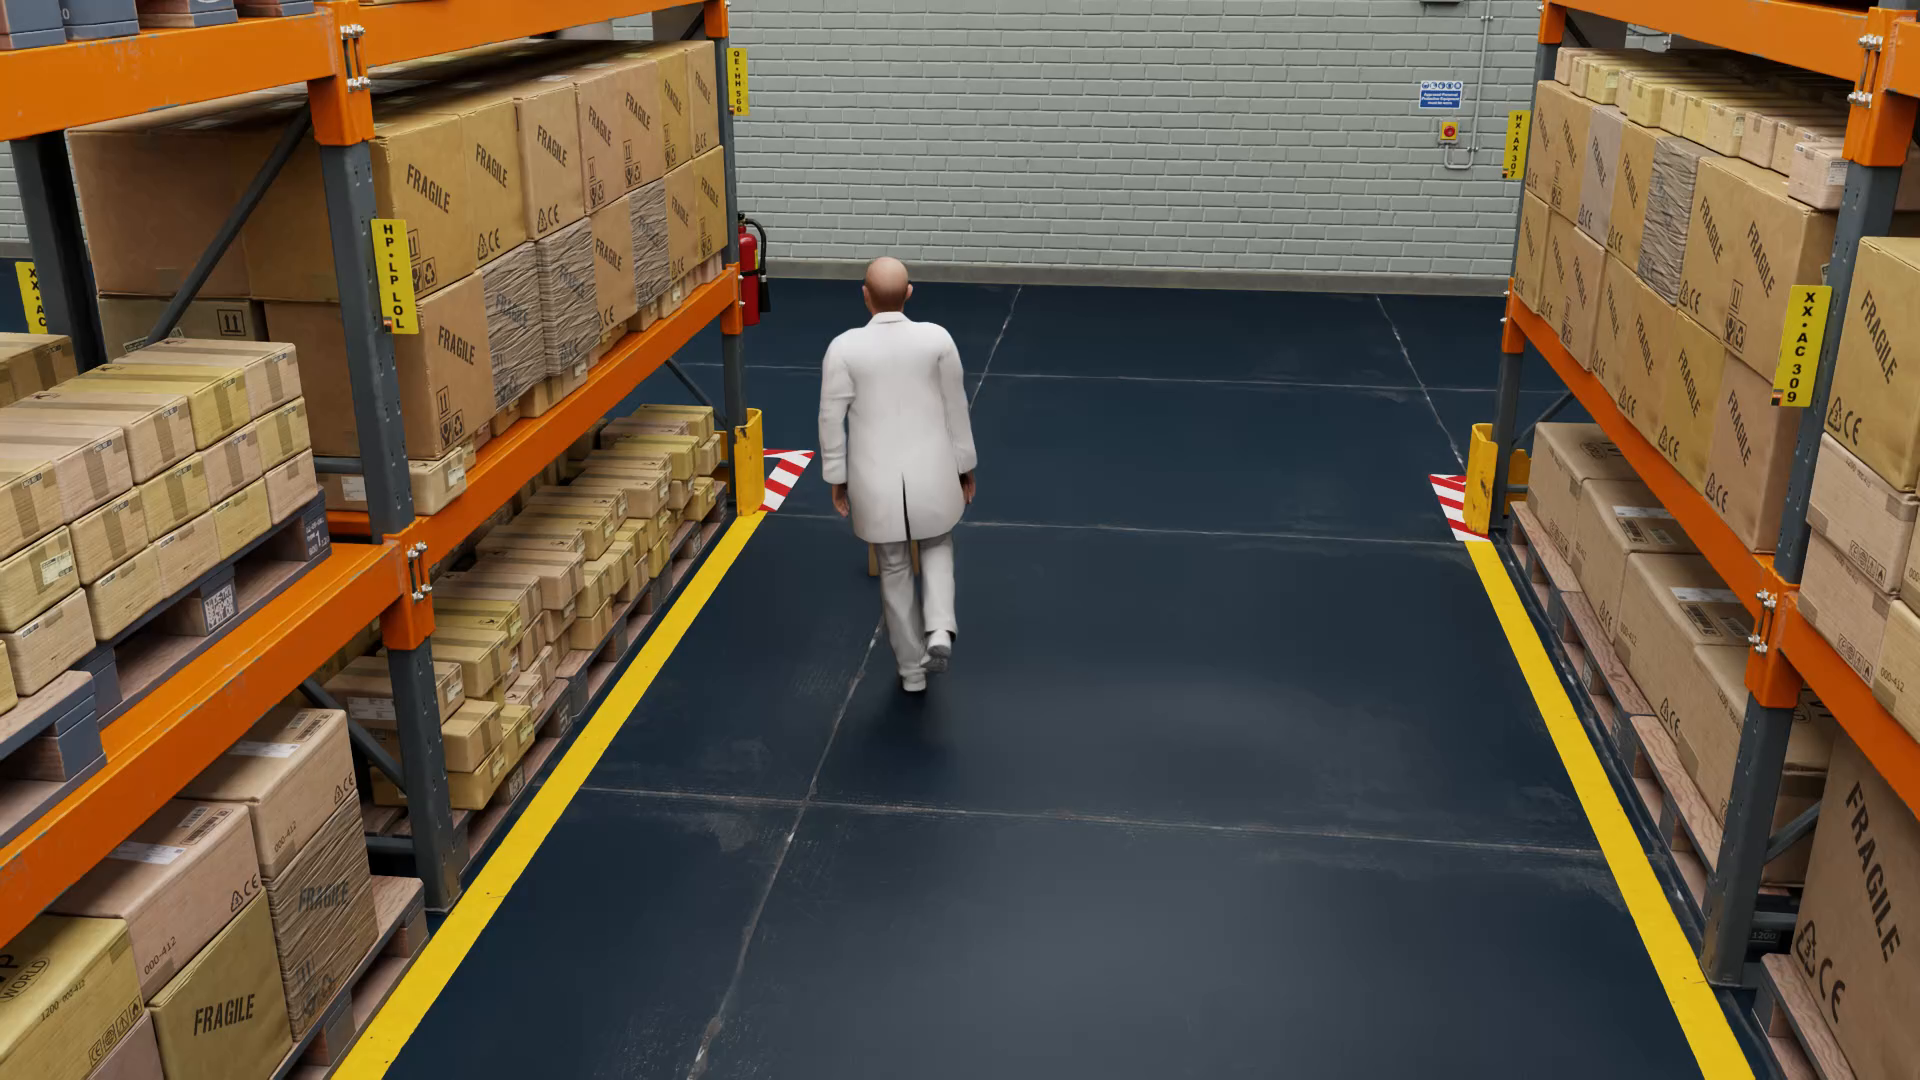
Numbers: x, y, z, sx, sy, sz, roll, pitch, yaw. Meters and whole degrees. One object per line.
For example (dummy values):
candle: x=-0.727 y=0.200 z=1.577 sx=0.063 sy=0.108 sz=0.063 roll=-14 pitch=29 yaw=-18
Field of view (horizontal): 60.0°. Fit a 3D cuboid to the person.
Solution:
person: x=-0.235 y=-0.232 z=6.654 sx=0.643 sy=1.771 sz=0.592 roll=-2 pitch=21 yaw=-6
